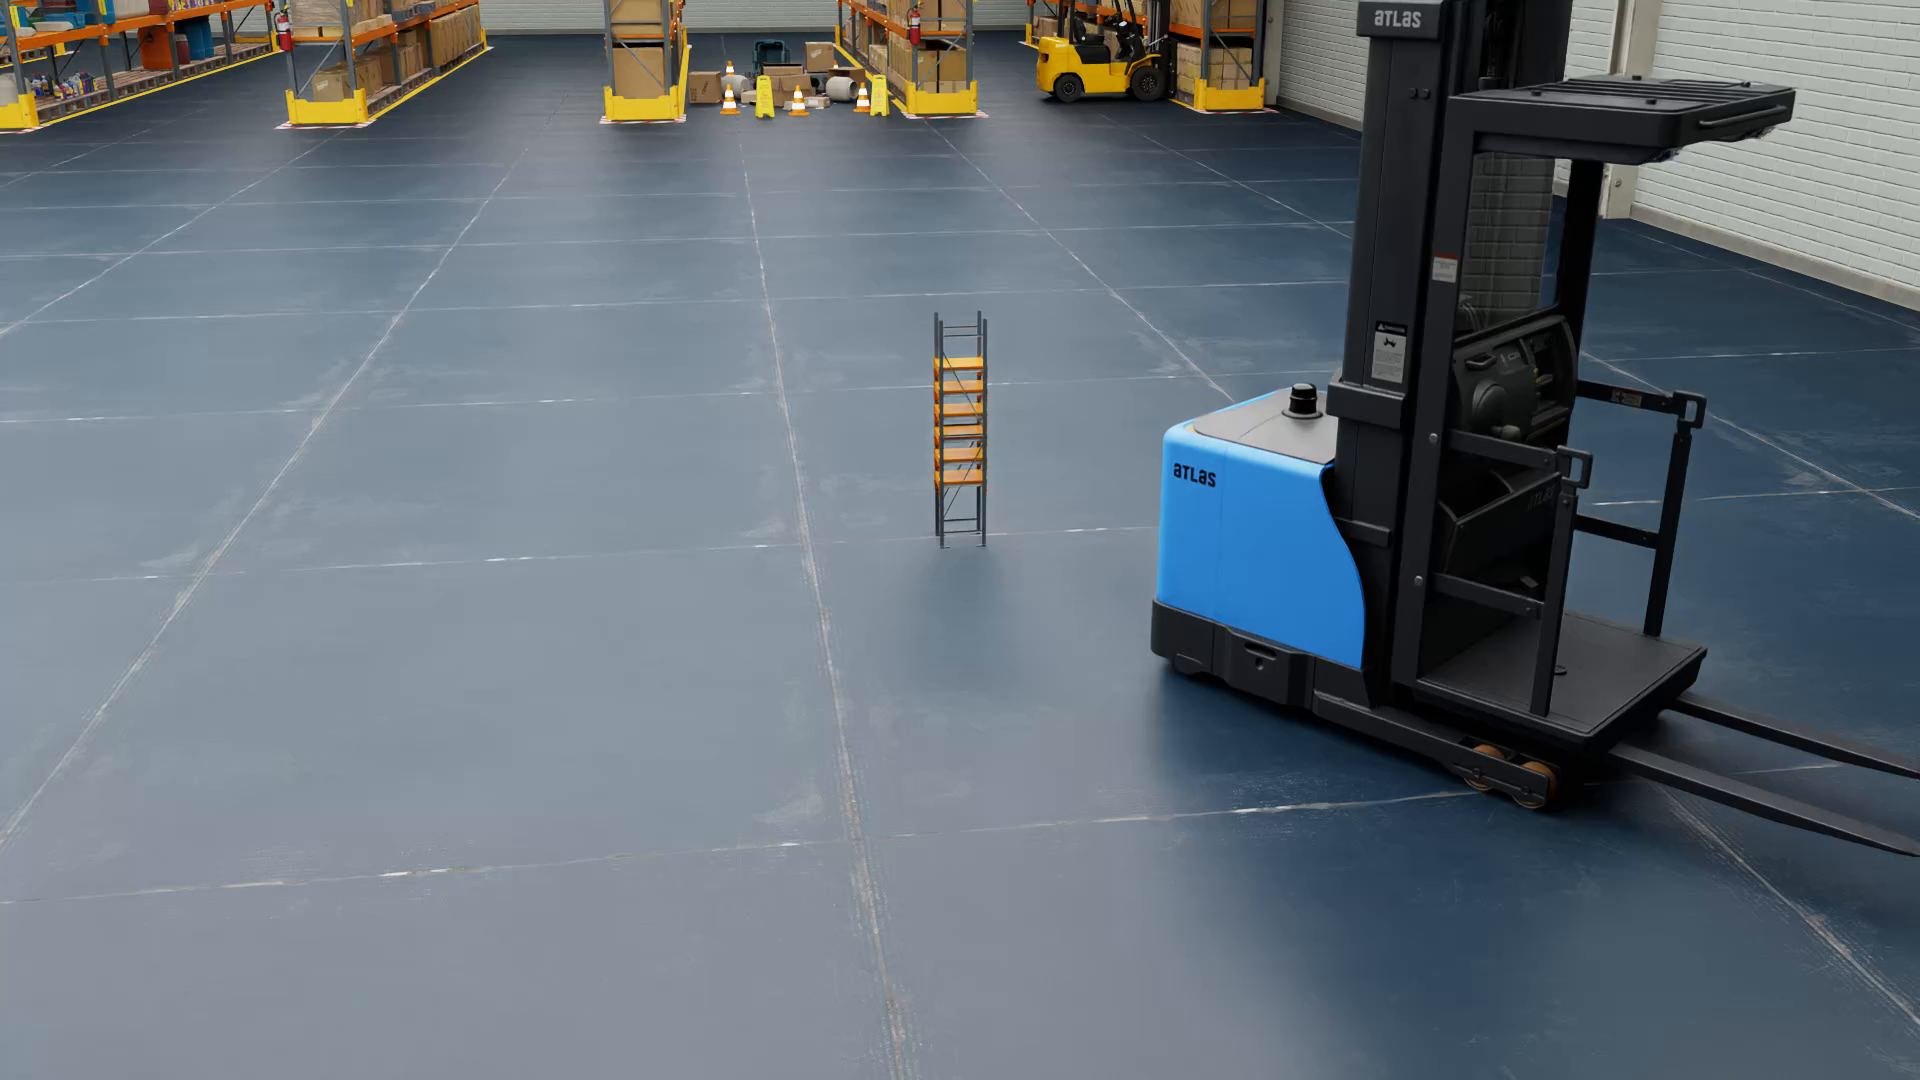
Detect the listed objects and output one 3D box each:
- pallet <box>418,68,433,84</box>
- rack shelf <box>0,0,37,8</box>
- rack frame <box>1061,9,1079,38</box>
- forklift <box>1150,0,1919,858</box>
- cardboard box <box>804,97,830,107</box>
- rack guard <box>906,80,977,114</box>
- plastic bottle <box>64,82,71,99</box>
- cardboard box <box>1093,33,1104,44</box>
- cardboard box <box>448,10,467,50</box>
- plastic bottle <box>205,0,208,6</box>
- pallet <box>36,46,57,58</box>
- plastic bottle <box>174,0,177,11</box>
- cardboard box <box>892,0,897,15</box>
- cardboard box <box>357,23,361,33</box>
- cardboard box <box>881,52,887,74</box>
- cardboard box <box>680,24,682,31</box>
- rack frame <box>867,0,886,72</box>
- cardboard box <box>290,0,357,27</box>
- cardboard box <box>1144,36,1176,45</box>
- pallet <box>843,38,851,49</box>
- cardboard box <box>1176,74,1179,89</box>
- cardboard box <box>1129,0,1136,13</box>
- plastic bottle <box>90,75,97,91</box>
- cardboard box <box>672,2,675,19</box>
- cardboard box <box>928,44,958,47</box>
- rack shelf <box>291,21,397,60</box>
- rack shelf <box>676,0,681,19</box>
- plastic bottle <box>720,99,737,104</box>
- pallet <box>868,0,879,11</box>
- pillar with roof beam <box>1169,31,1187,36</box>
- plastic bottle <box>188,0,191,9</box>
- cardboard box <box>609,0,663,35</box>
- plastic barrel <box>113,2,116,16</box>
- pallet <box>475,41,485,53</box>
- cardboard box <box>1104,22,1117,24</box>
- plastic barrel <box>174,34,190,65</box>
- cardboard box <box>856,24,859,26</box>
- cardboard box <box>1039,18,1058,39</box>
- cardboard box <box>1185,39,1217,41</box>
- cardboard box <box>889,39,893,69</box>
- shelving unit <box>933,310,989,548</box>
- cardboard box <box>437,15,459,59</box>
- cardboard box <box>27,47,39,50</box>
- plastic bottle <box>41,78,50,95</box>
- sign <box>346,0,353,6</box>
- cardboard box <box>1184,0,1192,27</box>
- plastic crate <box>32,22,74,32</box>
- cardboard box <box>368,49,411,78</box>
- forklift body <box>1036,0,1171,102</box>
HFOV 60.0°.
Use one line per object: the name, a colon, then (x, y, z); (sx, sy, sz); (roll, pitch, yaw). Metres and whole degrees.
pallet: (-11.146, -9.282, 33.265); (1.003, 0.211, 1.213); (-3, 21, -8)
rack shelf: (-21.925, -12.100, 37.855); (1.077, 0.370, 4.000); (-3, 21, -8)
rack frame: (2.884, -12.995, 39.222); (1.000, 3.000, 0.127); (-3, 21, -8)
forklift: (2.241, -0.596, 6.122); (3.031, 2.935, 1.130); (19, 27, 40)
cardboard box: (-2.485, -7.605, 28.864); (0.380, 0.149, 0.250); (8, 22, 20)
rack guard: (-0.308, -7.444, 27.932); (1.175, 0.500, 0.348); (-3, 21, -8)
plastic bottle: (-15.022, -7.564, 27.950); (0.097, 0.271, 0.097); (0, 20, 0)
cardboard box: (3.187, -10.771, 36.240); (0.500, 0.500, 0.500); (-2, 21, -6)
cardboard box: (-11.850, -11.677, 38.131); (0.875, 0.875, 0.875); (-3, 21, -8)
plastic bottle: (-16.279, -11.669, 35.742); (0.144, 0.351, 0.185); (-3, 21, -8)
pallet: (-22.087, -11.521, 39.262); (1.003, 0.211, 1.213); (-3, 21, -8)
plastic bottle: (-15.903, -10.836, 33.609); (0.061, 0.283, 0.133); (-3, 21, -8)
cardboard box: (-0.931, -9.646, 29.687); (0.500, 0.500, 0.500); (-3, 21, -8)
cardboard box: (-10.004, -8.342, 27.123); (0.380, 0.149, 0.250); (-3, 21, -8)
cardboard box: (-1.059, -9.369, 32.670); (0.950, 0.372, 0.625); (-2, 21, -4)
cardboard box: (-6.950, -12.457, 40.405); (0.380, 0.149, 0.250); (-2, 21, -6)
rack frame: (-1.451, -11.358, 34.840); (1.000, 3.000, 0.127); (-3, 21, -8)
cardboard box: (-10.156, -8.467, 26.530); (0.875, 0.500, 0.500); (-3, 21, -8)
cardboard box: (3.797, -9.419, 31.547); (0.500, 0.250, 0.500); (-3, 21, -9)
pallet: (-2.411, -12.549, 42.013); (1.003, 0.211, 1.213); (-3, 21, -8)
cardboard box: (4.108, -8.242, 29.825); (0.500, 0.250, 0.500); (-3, 21, -7)
cardboard box: (3.628, -10.490, 32.729); (0.500, 0.250, 0.500); (-3, 21, -8)
plastic bottle: (-15.186, -8.007, 29.122); (0.061, 0.283, 0.133); (-2, 21, -5)
cardboard box: (-5.567, -9.931, 30.876); (0.500, 0.500, 0.500); (-3, 21, -7)
cardboard box: (-0.288, -8.505, 29.458); (0.500, 0.500, 0.500); (-3, 21, -7)
rack shelf: (-10.392, -8.444, 28.065); (1.077, 0.370, 4.000); (-3, 21, -8)
rack shelf: (-6.623, -11.429, 36.058); (1.077, 0.370, 4.000); (-3, 21, -8)
plastic bottle: (-4.090, -7.761, 29.407); (0.283, 0.061, 0.133); (-11, 23, -26)
pallet: (-1.242, -11.027, 34.227); (1.213, 0.211, 1.003); (-3, 21, -8)
pillar with roof beam: (0.281, -13.797, 32.796); (9.100, 9.000, 0.400); (-3, 21, -8)
plastic bottle: (-16.101, -11.197, 34.585); (0.152, 0.276, 0.135); (-3, 21, -8)
cardboard box: (-5.279, -8.500, 26.973); (0.875, 0.550, 0.550); (-3, 21, -8)
plastic barrel: (-15.503, -9.630, 30.018); (0.433, 0.535, 0.433); (0, 20, 0)
pallet: (-12.218, -12.049, 40.675); (1.003, 0.211, 1.213); (-3, 21, -8)
cardboard box: (3.455, -11.581, 37.481); (0.380, 0.149, 0.250); (-3, 21, -7)
plastic barrel: (-16.408, -10.235, 34.679); (0.600, 0.588, 0.708); (-3, 21, -8)
cardboard box: (-2.141, -12.272, 40.349); (0.875, 0.438, 0.875); (-4, 21, -9)
cardboard box: (2.387, -12.891, 41.916); (0.700, 0.500, 0.500); (-2, 21, -6)
cardboard box: (4.447, -9.091, 30.670); (0.500, 0.250, 0.500); (-3, 21, -7)
cardboard box: (-1.056, -9.015, 30.825); (0.500, 0.500, 0.500); (-2, 21, -5)
shelving unit: (0.002, -0.557, 8.493); (0.258, 1.200, 0.189); (-3, 21, -8)
cardboard box: (-11.592, -10.915, 36.089); (1.225, 0.875, 0.875); (-4, 21, -10)
cardboard box: (-21.784, -11.542, 38.632); (0.500, 0.250, 0.500); (-3, 21, -8)
plastic bottle: (-15.736, -7.807, 28.603); (0.097, 0.271, 0.097); (0, 20, 0)
sign: (-9.567, -8.522, 26.008); (0.100, 0.325, 0.005); (-3, 21, -8)
cardboard box: (4.218, -9.224, 28.983); (0.500, 0.500, 0.500); (-2, 21, -6)
plastic crate: (-15.097, -8.551, 27.700); (0.530, 0.136, 0.437); (-3, 21, -8)
cardboard box: (-10.879, -9.082, 31.689); (0.700, 0.500, 0.500); (-5, 21, -12)
forklift body: (2.535, -9.007, 29.758); (2.313, 2.155, 1.214); (-3, 21, -8)
